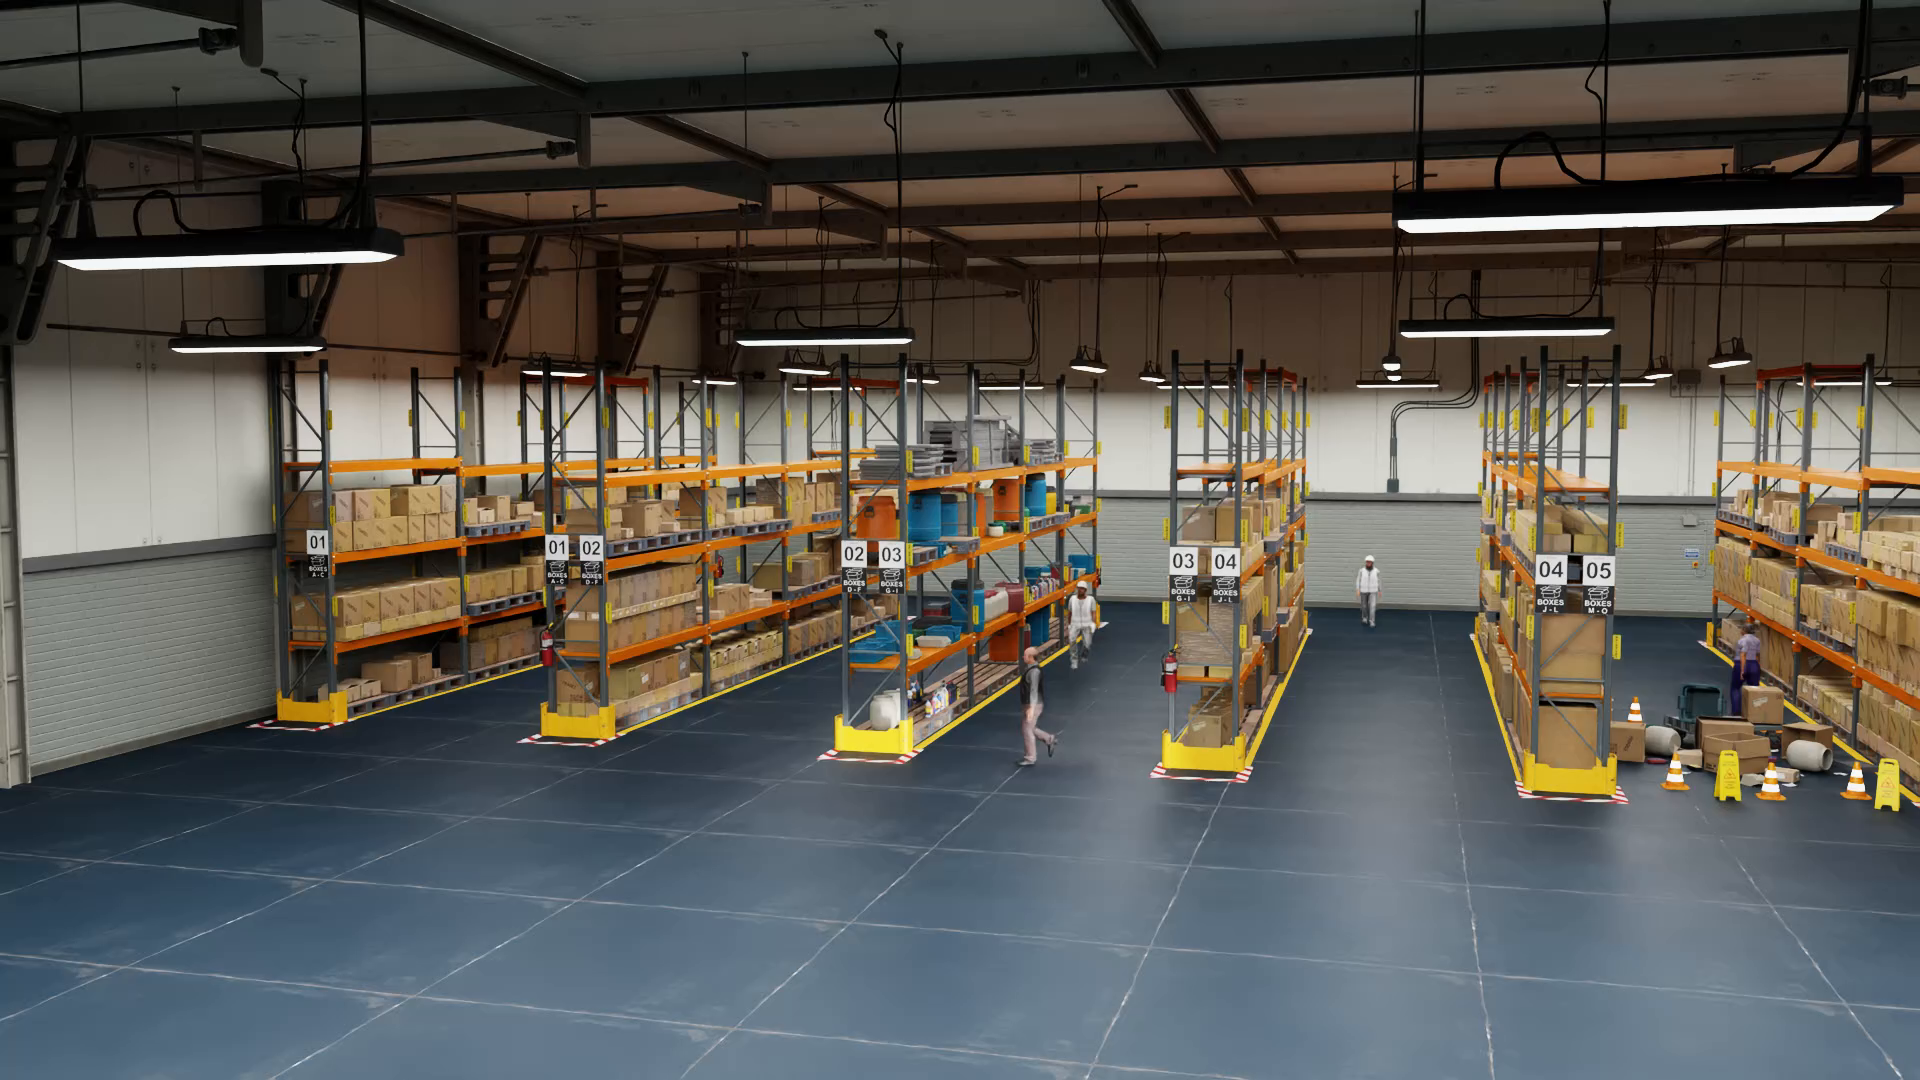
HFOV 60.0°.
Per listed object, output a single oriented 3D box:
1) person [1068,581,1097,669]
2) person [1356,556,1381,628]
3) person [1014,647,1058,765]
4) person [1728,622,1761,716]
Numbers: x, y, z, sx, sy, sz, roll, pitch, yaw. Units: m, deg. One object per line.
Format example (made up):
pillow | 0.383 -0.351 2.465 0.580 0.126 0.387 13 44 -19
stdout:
person | 2.361 1.614 32.076 0.551 1.627 0.987 0 4 2
person | 9.925 1.236 40.351 0.599 1.721 1.084 1 4 12
person | 1.108 2.406 24.128 0.627 1.710 0.592 0 4 3
person | 13.131 2.230 27.721 0.494 1.662 0.626 0 4 2
